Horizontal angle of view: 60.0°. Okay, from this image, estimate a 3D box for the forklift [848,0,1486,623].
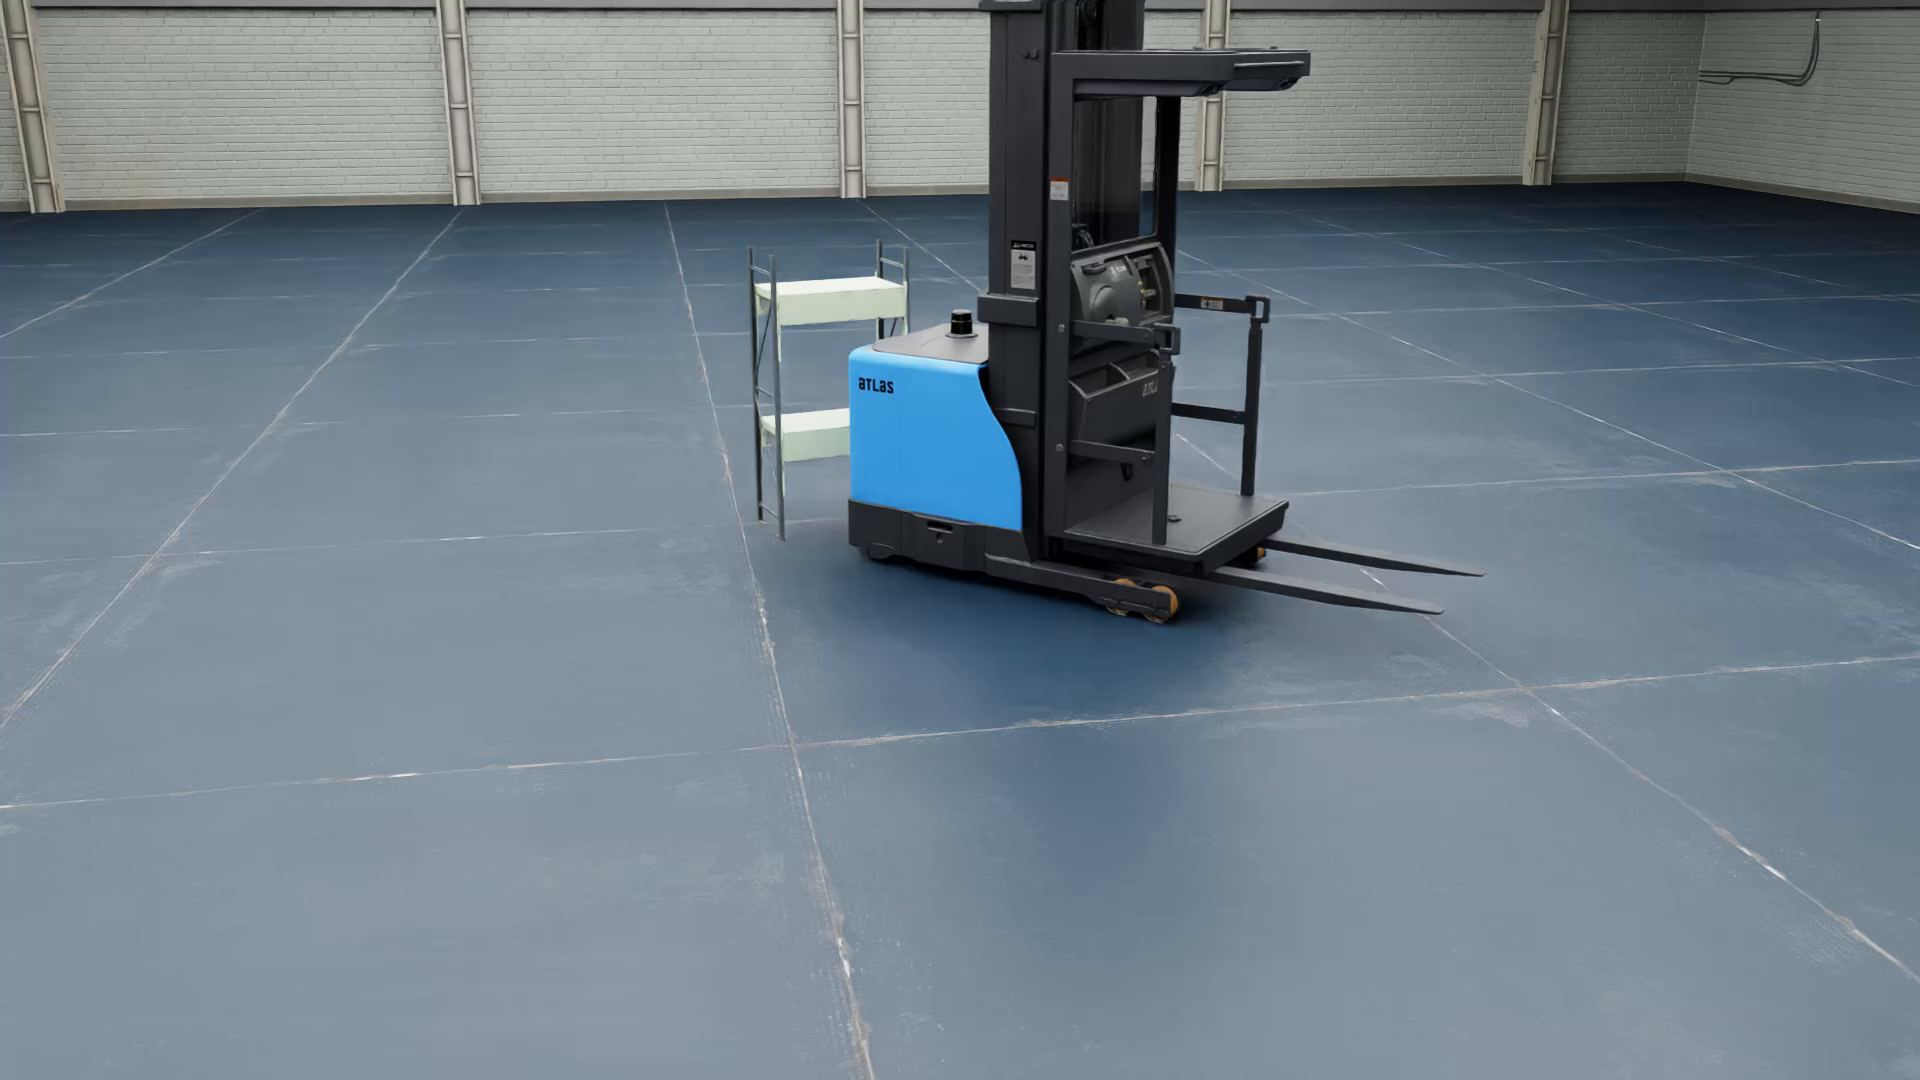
[{"bbox_3d":[0.945,-1.201,7.731,3.031,2.935,1.130,11,20,31],"label":"forklift"}]

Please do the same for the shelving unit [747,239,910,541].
[{"bbox_3d":[-0.690,-0.814,8.906,0.755,1.500,0.431,-8,19,-24],"label":"shelving unit"}]

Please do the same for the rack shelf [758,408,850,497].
[{"bbox_3d":[-0.690,-0.502,9.002,0.720,0.370,0.431,-8,19,-24],"label":"rack shelf"}]

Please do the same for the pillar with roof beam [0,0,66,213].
[{"bbox_3d":[-12.696,-7.929,19.299,0.400,9.000,9.100,-3,17,-10],"label":"pillar with roof beam"}]

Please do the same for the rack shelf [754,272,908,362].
[{"bbox_3d":[-0.690,-1.187,8.792,0.720,0.370,0.431,-8,19,-24],"label":"rack shelf"}]

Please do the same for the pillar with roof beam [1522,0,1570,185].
[{"bbox_3d":[10.868,-9.265,23.651,0.400,9.000,9.100,-3,17,-10],"label":"pillar with roof beam"}]

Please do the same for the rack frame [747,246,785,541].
[{"bbox_3d":[-1.021,-0.768,8.759,0.023,1.500,0.400,-8,19,-24],"label":"rack frame"}]

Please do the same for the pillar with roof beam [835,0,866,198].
[{"bbox_3d":[-0.914,-8.597,21.475,0.400,9.000,9.100,-3,17,-10],"label":"pillar with roof beam"}]

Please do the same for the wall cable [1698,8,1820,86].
[{"bbox_3d":[13.195,-8.805,27.441,0.112,2.526,3.097,-3,17,-10],"label":"wall cable"}]

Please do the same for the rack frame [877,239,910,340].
[{"bbox_3d":[-0.358,-0.859,9.054,0.023,1.500,0.400,-8,19,-24],"label":"rack frame"}]

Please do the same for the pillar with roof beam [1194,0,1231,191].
[{"bbox_3d":[4.977,-8.931,22.563,0.400,9.000,9.100,-3,17,-10],"label":"pillar with roof beam"}]

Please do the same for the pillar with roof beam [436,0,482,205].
[{"bbox_3d":[-6.805,-8.263,20.387,0.400,9.000,9.100,-3,17,-10],"label":"pillar with roof beam"}]
